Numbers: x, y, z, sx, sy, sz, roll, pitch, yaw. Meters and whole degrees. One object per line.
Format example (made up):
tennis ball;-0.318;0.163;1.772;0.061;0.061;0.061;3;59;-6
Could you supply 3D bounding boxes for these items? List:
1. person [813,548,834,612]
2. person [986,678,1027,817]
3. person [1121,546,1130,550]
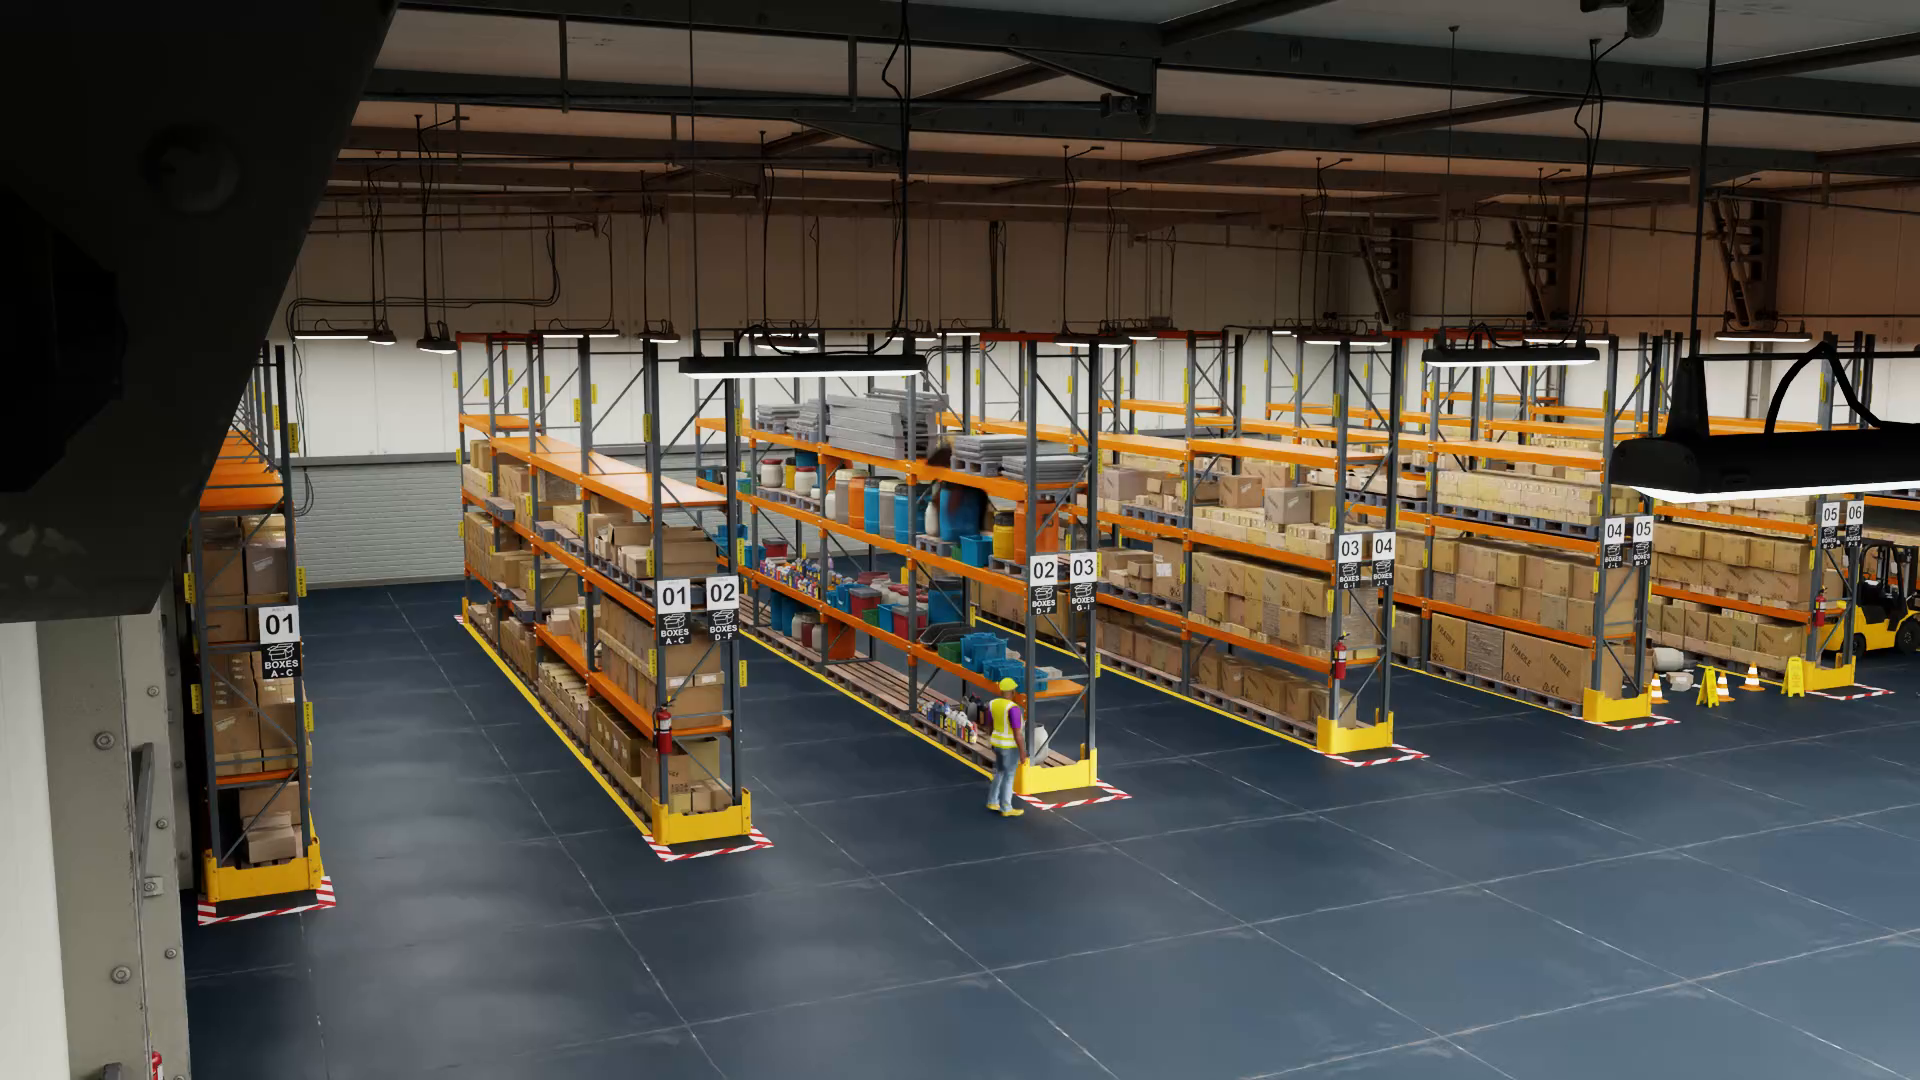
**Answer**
person;-2.796;0.920;34.418;0.467;1.555;0.823;-5;9;-31
person;0.603;2.643;21.124;0.355;1.806;0.666;-5;9;-34
person;3.313;0.956;33.720;0.365;1.682;0.492;-3;8;-23
